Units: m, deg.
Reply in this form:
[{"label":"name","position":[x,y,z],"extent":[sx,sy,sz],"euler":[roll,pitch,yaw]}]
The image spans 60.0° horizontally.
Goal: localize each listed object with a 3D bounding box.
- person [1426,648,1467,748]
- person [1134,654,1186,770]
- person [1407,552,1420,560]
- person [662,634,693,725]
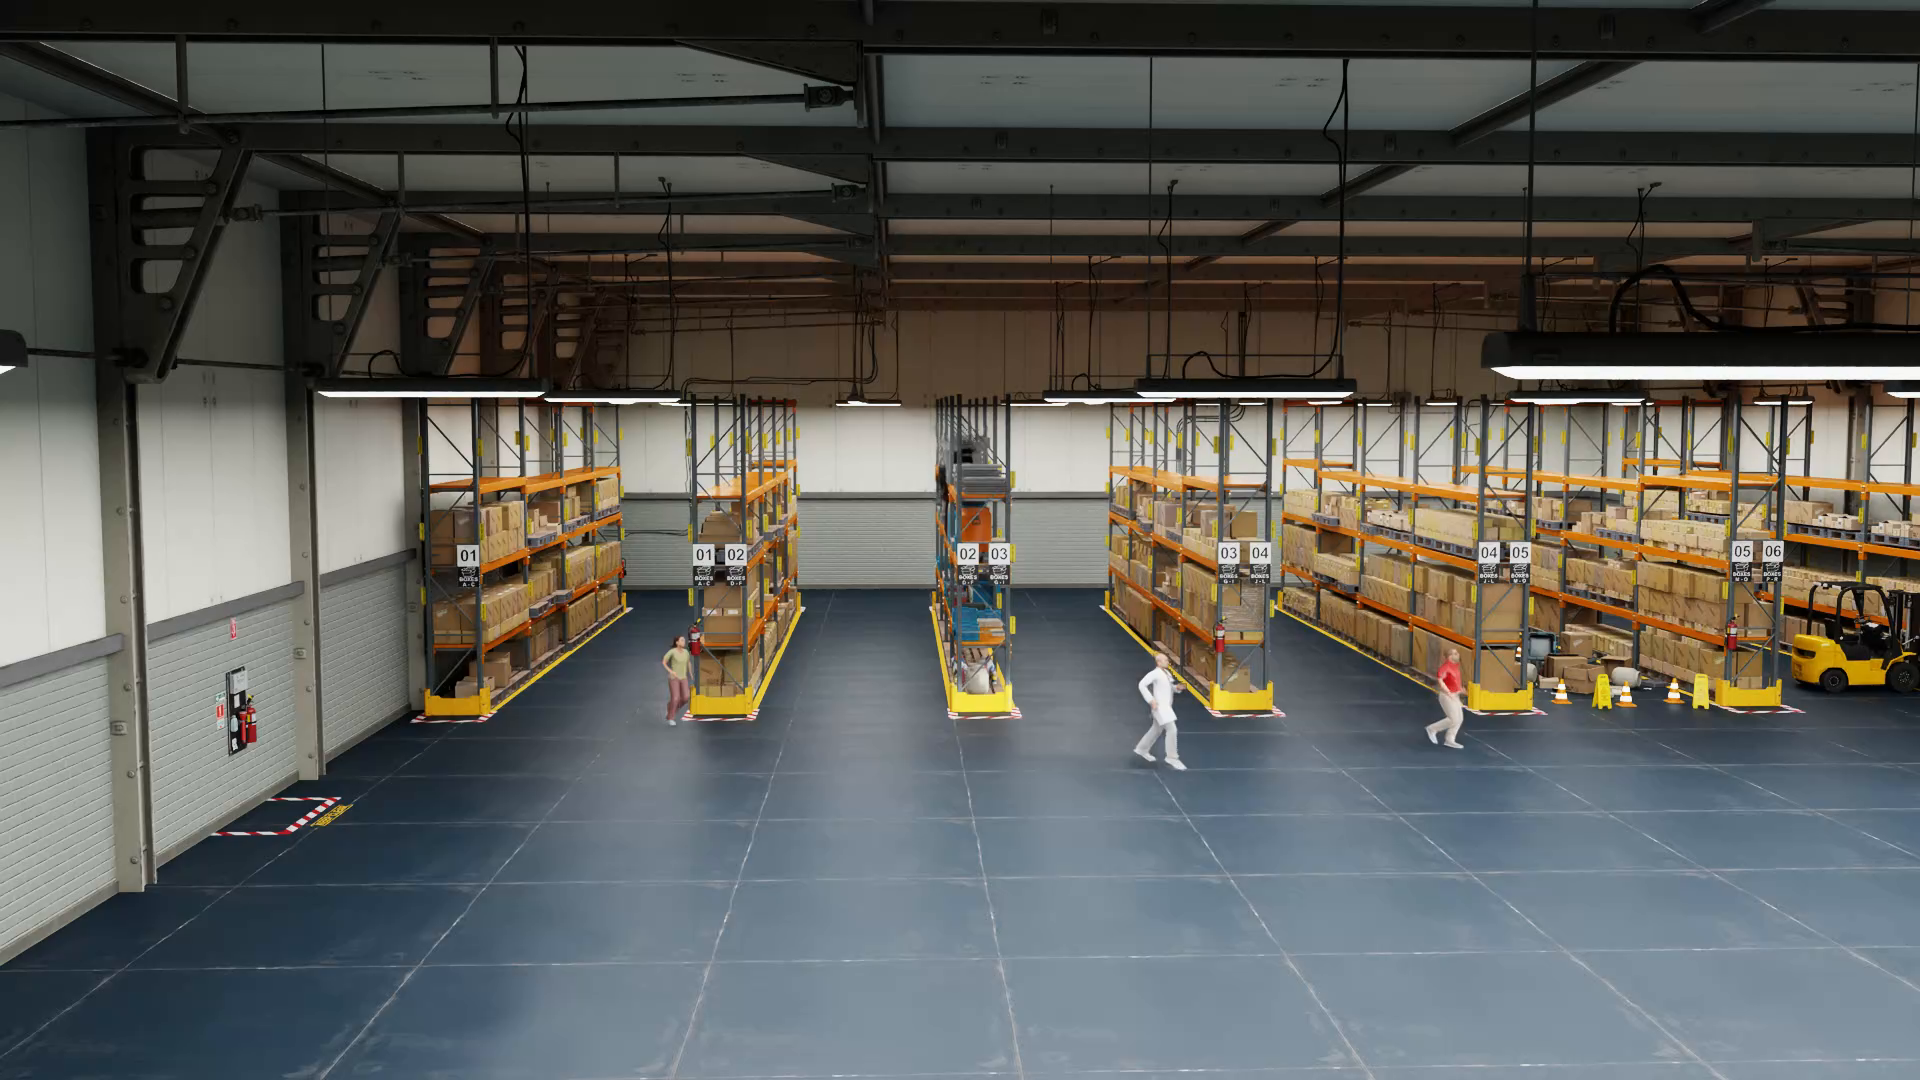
[{"label":"person","position":[8.250,2.666,28.195],"extent":[0.602,1.703,0.684],"euler":[3,5,30]},{"label":"person","position":[3.212,2.728,26.616],"extent":[0.920,1.831,0.677],"euler":[2,5,23]},{"label":"person","position":[13.331,0.991,49.271],"extent":[0.601,1.705,0.716],"euler":[0,5,4]},{"label":"person","position":[-5.106,2.534,30.266],"extent":[0.646,1.630,0.514],"euler":[-4,6,-43]}]
